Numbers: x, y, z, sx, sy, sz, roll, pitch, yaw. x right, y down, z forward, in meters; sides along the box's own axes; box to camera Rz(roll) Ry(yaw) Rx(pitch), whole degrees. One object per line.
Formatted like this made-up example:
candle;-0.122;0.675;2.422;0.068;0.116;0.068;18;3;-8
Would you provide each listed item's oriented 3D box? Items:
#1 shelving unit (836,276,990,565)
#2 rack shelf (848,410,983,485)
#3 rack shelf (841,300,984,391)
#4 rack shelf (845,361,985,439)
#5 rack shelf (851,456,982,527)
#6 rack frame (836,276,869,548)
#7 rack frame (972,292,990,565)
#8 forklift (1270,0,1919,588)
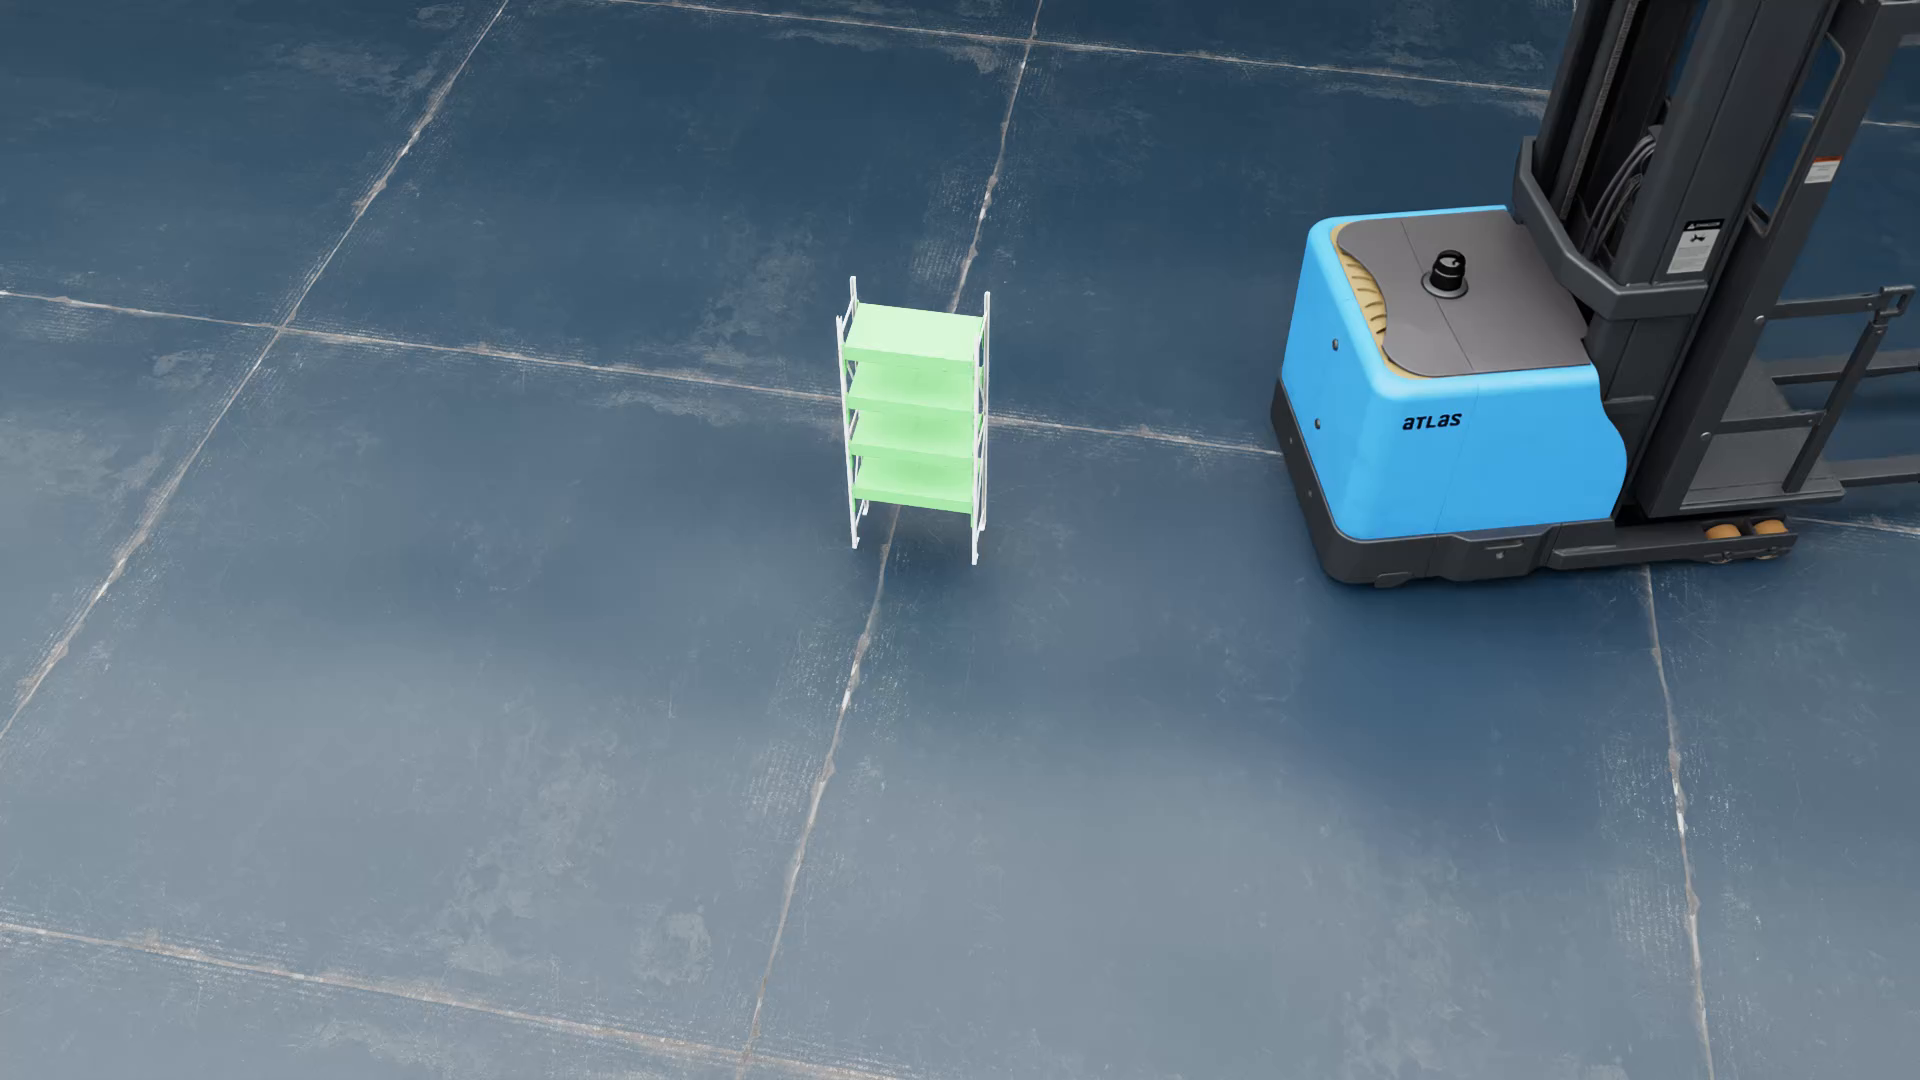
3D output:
shelving unit;-0.163;-0.423;6.295;0.503;1.200;0.258;8;49;7
rack shelf;-0.163;-0.380;6.343;0.480;0.148;0.258;8;49;7
rack shelf;-0.163;-0.701;5.986;0.480;0.148;0.258;8;49;7
rack shelf;-0.163;-0.541;6.164;0.480;0.148;0.258;8;49;7
rack shelf;-0.163;-0.220;6.521;0.480;0.148;0.258;8;49;7
rack frame;-0.403;-0.455;6.324;0.015;1.200;0.240;8;49;7
rack frame;0.077;-0.391;6.266;0.015;1.200;0.240;8;49;7
forklift;2.879;-1.274;5.896;3.031;2.935;1.130;-5;48;-5
